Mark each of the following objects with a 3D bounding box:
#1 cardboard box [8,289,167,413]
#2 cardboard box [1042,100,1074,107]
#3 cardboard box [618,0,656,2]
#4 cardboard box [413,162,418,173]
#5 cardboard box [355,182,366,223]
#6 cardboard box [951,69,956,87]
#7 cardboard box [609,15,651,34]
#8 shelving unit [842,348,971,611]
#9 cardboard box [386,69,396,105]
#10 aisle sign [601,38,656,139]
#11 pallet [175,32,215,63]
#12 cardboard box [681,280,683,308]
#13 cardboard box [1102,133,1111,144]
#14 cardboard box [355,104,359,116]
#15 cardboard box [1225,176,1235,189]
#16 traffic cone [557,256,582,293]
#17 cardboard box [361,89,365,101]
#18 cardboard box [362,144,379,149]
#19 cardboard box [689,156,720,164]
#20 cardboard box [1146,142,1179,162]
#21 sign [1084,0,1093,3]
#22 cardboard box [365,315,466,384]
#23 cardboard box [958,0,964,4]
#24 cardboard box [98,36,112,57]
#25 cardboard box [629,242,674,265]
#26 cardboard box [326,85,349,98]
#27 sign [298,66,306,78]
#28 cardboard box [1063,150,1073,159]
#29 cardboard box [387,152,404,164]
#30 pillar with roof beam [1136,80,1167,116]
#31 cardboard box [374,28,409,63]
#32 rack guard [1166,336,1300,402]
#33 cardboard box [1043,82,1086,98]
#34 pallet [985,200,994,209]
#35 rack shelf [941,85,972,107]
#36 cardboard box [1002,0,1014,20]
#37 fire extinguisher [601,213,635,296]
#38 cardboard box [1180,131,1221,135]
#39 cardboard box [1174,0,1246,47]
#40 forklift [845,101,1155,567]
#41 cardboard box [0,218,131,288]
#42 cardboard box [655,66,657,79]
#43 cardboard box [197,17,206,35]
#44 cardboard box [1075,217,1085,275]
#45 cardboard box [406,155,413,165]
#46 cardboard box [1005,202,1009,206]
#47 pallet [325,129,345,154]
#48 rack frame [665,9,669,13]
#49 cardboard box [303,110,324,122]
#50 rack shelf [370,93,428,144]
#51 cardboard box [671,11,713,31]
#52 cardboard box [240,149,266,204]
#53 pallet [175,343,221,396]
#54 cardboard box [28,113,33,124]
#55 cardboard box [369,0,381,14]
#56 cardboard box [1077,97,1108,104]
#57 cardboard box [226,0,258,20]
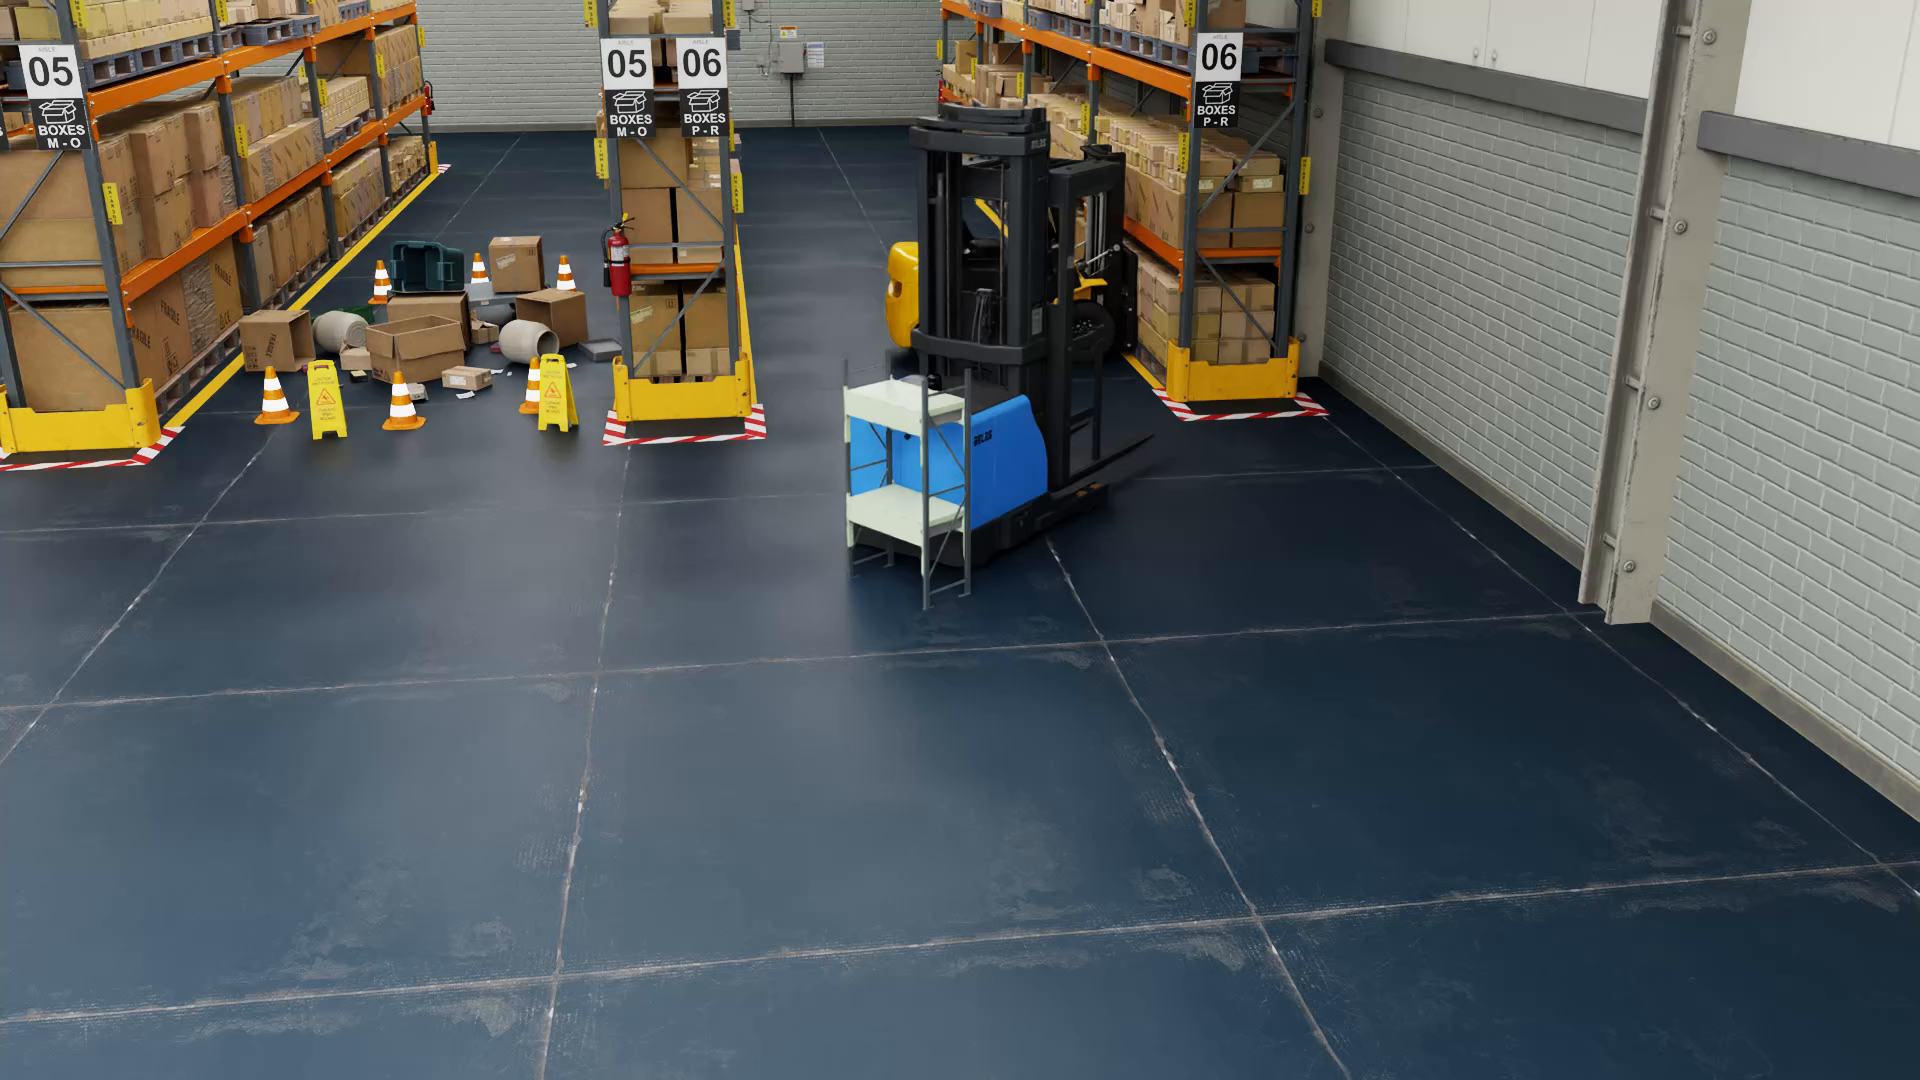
[{"bbox_3d":[-7.470,-1.645,14.270,0.875,0.875,0.875,-3,21,-7],"label":"cardboard box"},{"bbox_3d":[1.242,-5.474,21.015,0.380,0.149,0.250,-3,21,-7],"label":"cardboard box"},{"bbox_3d":[-3.181,-5.237,16.383,0.380,0.149,0.250,-4,21,-10],"label":"cardboard box"},{"bbox_3d":[-9.093,-6.092,27.213,0.380,0.149,0.250,-4,21,-10],"label":"cardboard box"},{"bbox_3d":[-8.464,-4.617,22.763,0.500,0.500,0.500,-3,21,-9],"label":"cardboard box"},{"bbox_3d":[0.130,-7.837,28.201,0.500,0.250,0.500,-3,21,-9],"label":"cardboard box"},{"bbox_3d":[-2.764,-4.260,13.768,0.380,0.149,0.250,-3,21,-7],"label":"cardboard box"},{"bbox_3d":[-0.339,-0.396,10.632,0.431,1.500,0.755,-19,28,-41],"label":"shelving unit"},{"bbox_3d":[-8.937,-6.908,25.358,0.500,0.500,0.500,-3,21,-8],"label":"cardboard box"},{"bbox_3d":[-2.701,-3.679,13.563,0.394,0.787,0.004,-3,21,-8],"label":"aisle sign"},{"bbox_3d":[-7.775,-4.677,15.791,1.003,0.211,1.213,-3,21,-8],"label":"pallet"},{"bbox_3d":[-3.020,-2.560,16.540,0.500,0.500,0.500,-2,21,-5],"label":"cardboard box"},{"bbox_3d":[1.737,-4.271,17.794,0.380,0.149,0.250,-2,21,-6],"label":"cardboard box"},{"bbox_3d":[-8.675,-6.055,23.401,0.380,0.149,0.250,-4,21,-11],"label":"cardboard box"},{"bbox_3d":[2.598,-3.312,15.227,0.380,0.149,0.250,-3,21,-8],"label":"cardboard box"},{"bbox_3d":[-4.563,-3.052,19.227,0.336,0.463,0.334,-3,21,-8],"label":"traffic cone"},{"bbox_3d":[-8.744,-6.366,23.808,0.380,0.149,0.250,-3,21,-7],"label":"cardboard box"},{"bbox_3d":[-9.657,-6.332,27.007,0.380,0.149,0.250,-2,21,-6],"label":"cardboard box"},{"bbox_3d":[-2.450,-3.392,15.943,0.500,0.500,0.500,-3,21,-9],"label":"cardboard box"},{"bbox_3d":[1.988,-3.700,15.839,0.380,0.149,0.250,-2,21,-6],"label":"cardboard box"},{"bbox_3d":[1.376,-5.898,17.743,0.100,0.325,0.005,-3,21,-8],"label":"sign"},{"bbox_3d":[-5.181,-1.808,15.837,0.637,0.503,0.797,17,27,39],"label":"cardboard box"},{"bbox_3d":[0.164,-8.832,27.148,0.380,0.149,0.250,-2,21,-7],"label":"cardboard box"},{"bbox_3d":[-7.076,-3.966,13.378,0.380,0.149,0.250,-3,21,-7],"label":"cardboard box"},{"bbox_3d":[-2.688,-2.498,14.476,0.380,0.149,0.250,-2,21,-6],"label":"cardboard box"},{"bbox_3d":[-8.598,-6.144,22.789,0.380,0.149,0.250,-4,21,-10],"label":"cardboard box"},{"bbox_3d":[-9.572,-6.743,24.244,0.100,0.325,0.005,-3,21,-8],"label":"sign"},{"bbox_3d":[1.503,-4.398,19.419,0.500,0.250,0.500,-3,21,-8],"label":"cardboard box"},{"bbox_3d":[-8.963,-6.001,26.122,0.380,0.149,0.250,-2,21,-7],"label":"cardboard box"},{"bbox_3d":[-1.845,-7.706,19.486,9.100,9.000,0.400,-3,21,-8],"label":"pillar with roof beam"},{"bbox_3d":[-9.144,-7.906,26.599,0.500,0.500,0.500,-2,21,-5],"label":"cardboard box"},{"bbox_3d":[2.492,-1.569,15.203,1.175,0.500,0.348,-3,21,-8],"label":"rack guard"},{"bbox_3d":[1.416,-5.948,22.611,0.500,0.500,0.500,-2,21,-5],"label":"cardboard box"},{"bbox_3d":[0.913,-5.317,25.651,1.003,0.211,1.213,-3,21,-8],"label":"pallet"},{"bbox_3d":[0.470,-7.259,27.892,1.077,0.370,4.000,-3,21,-8],"label":"rack shelf"},{"bbox_3d":[0.876,-7.366,23.078,0.500,0.250,0.500,-3,21,-8],"label":"cardboard box"},{"bbox_3d":[-2.862,-2.398,13.959,0.296,0.674,0.183,-3,21,-8],"label":"fire extinguisher"},{"bbox_3d":[2.415,-3.994,16.627,0.380,0.149,0.250,-2,21,-6],"label":"cardboard box"},{"bbox_3d":[2.184,-4.585,14.532,0.500,0.500,0.500,-2,21,-6],"label":"cardboard box"},{"bbox_3d":[0.447,-1.653,11.952,1.130,2.935,3.031,13,24,32],"label":"forklift"},{"bbox_3d":[-7.405,-2.409,13.664,0.875,0.550,0.550,-3,21,-8],"label":"cardboard box"},{"bbox_3d":[-2.824,-4.072,14.404,0.380,0.149,0.250,-2,21,-6],"label":"cardboard box"},{"bbox_3d":[-7.478,-4.931,15.960,0.380,0.149,0.250,-3,21,-7],"label":"cardboard box"},{"bbox_3d":[1.826,-3.398,19.320,0.875,0.625,0.625,-2,21,-5],"label":"cardboard box"},{"bbox_3d":[-9.072,-6.136,26.907,0.380,0.149,0.250,-2,21,-5],"label":"cardboard box"},{"bbox_3d":[0.922,-5.035,23.881,0.500,0.500,0.500,-2,21,-5],"label":"cardboard box"},{"bbox_3d":[-8.668,-5.134,21.448,1.213,0.211,1.003,-3,21,-8],"label":"pallet"},{"bbox_3d":[-2.999,-6.692,16.773,1.000,3.000,0.127,-3,21,-8],"label":"rack frame"},{"bbox_3d":[-8.331,-5.378,21.162,0.380,0.149,0.250,-2,21,-5],"label":"cardboard box"},{"bbox_3d":[-9.325,-6.722,26.456,1.077,0.370,4.000,-3,21,-8],"label":"rack shelf"},{"bbox_3d":[-2.299,-4.467,14.322,0.380,0.149,0.250,-3,21,-8],"label":"cardboard box"},{"bbox_3d":[-7.693,-3.840,17.567,0.500,0.500,0.500,-3,21,-7],"label":"cardboard box"},{"bbox_3d":[-7.672,-1.600,15.699,1.003,0.211,1.213,-3,21,-8],"label":"pallet"},{"bbox_3d":[-13.672,-6.153,24.263,0.380,0.149,0.250,-3,21,-8],"label":"cardboard box"},{"bbox_3d":[-8.842,-7.876,24.442,0.500,0.250,0.500,-2,21,-5],"label":"cardboard box"},{"bbox_3d":[1.708,-5.589,21.323,0.380,0.149,0.250,-3,21,-8],"label":"cardboard box"},{"bbox_3d":[-7.943,-5.842,18.231,0.396,0.266,0.258,-3,21,-8],"label":"cardboard box"}]
